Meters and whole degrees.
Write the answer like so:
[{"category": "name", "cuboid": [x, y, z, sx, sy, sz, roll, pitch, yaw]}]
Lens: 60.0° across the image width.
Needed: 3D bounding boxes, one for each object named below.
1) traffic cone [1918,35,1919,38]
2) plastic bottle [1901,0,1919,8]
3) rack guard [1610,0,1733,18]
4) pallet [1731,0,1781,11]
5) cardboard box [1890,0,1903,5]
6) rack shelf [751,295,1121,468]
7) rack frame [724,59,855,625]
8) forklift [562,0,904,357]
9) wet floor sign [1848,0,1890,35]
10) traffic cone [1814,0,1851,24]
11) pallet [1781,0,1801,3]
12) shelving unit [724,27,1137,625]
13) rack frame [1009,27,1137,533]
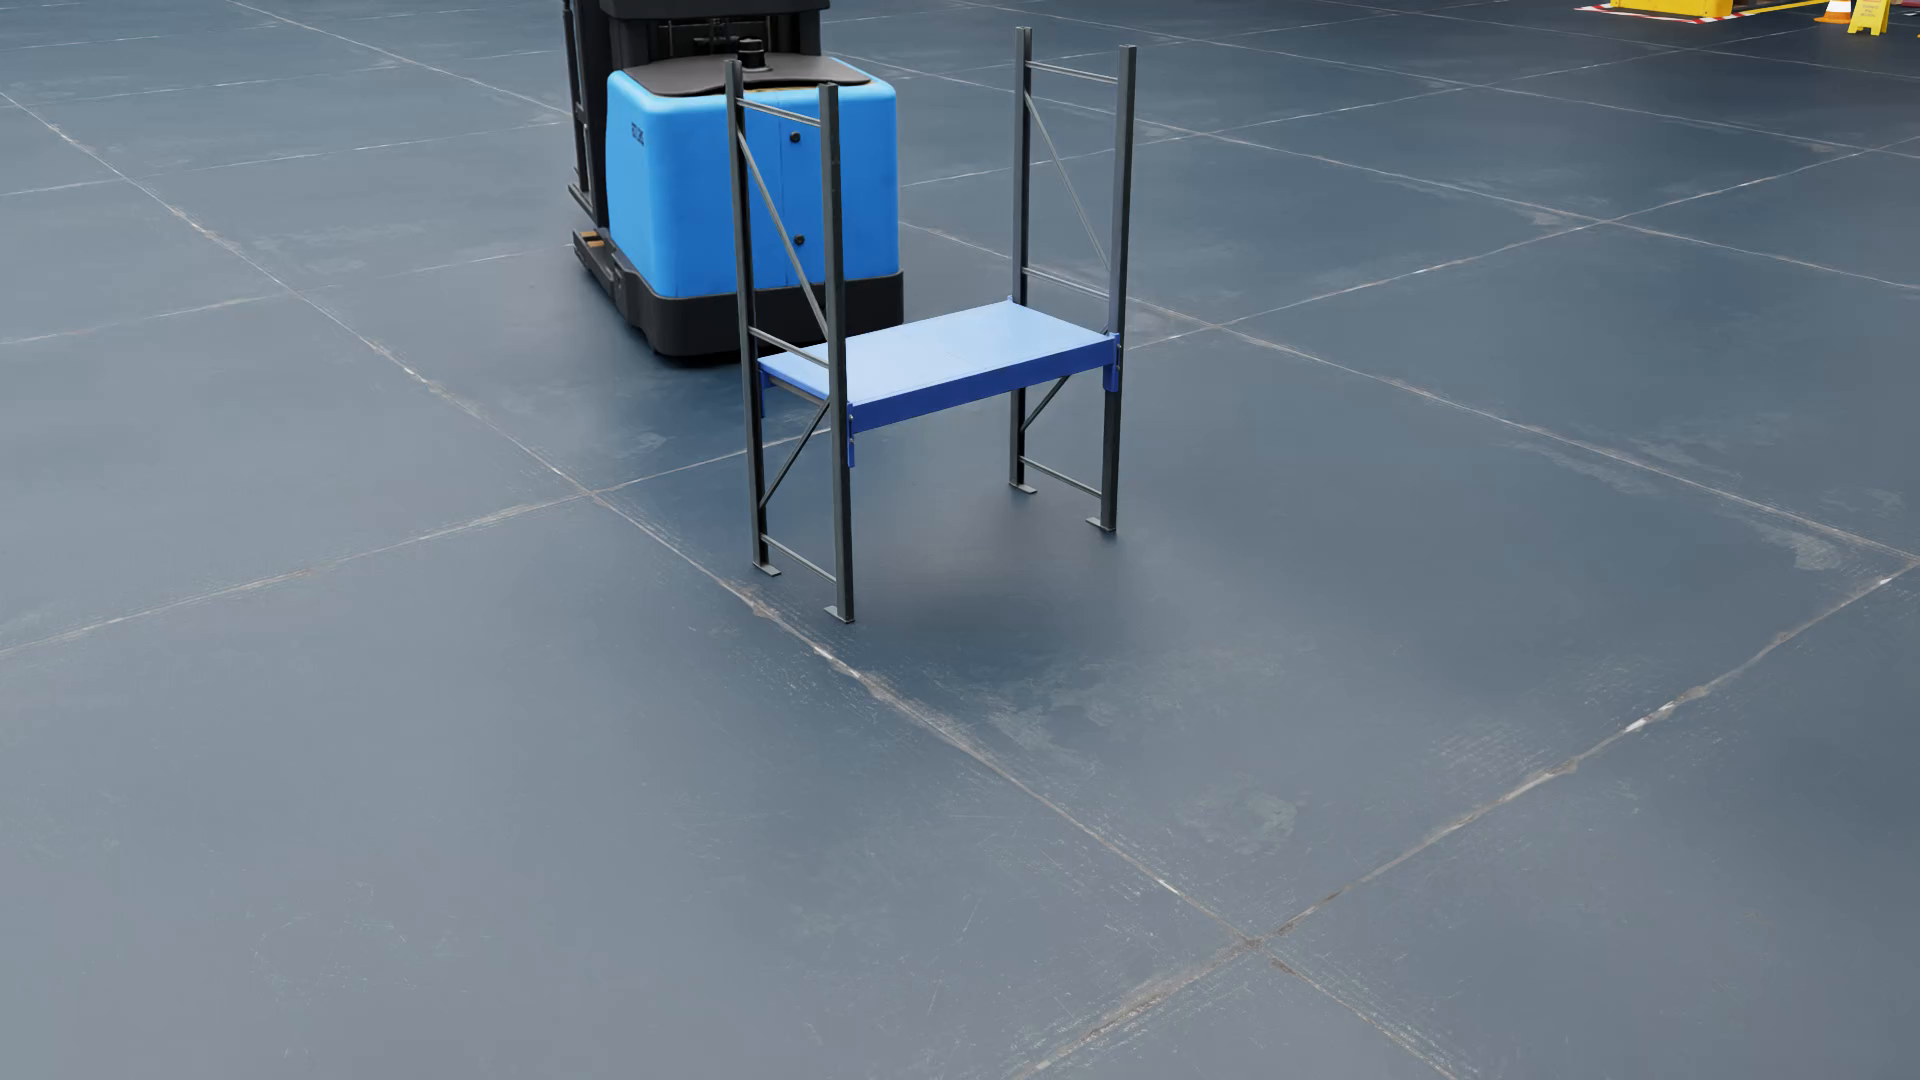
[{"category": "traffic cone", "cuboid": [8.878, -4.751, 14.936, 0.334, 0.463, 0.336, -18, 31, -34]}, {"category": "plastic bottle", "cuboid": [9.764, -5.463, 16.950, 0.283, 0.061, 0.133, 15, 29, 29]}, {"category": "rack guard", "cuboid": [7.136, -5.556, 16.628, 0.348, 0.500, 1.175, -18, 31, -34]}, {"category": "pallet", "cuboid": [7.735, -5.665, 17.206, 1.213, 0.211, 1.003, -18, 31, -34]}, {"category": "cardboard box", "cuboid": [9.714, -5.860, 17.279, 0.500, 0.500, 0.500, -13, 28, -25]}, {"category": "rack shelf", "cuboid": [-0.067, -0.495, 4.962, 1.000, 0.185, 0.538, -18, 31, -34]}, {"category": "rack frame", "cuboid": [-0.467, -0.526, 4.602, 0.032, 1.500, 0.500, -18, 31, -34]}, {"category": "forklift", "cuboid": [-1.252, -2.659, 7.498, 1.130, 2.935, 3.031, -9, 27, -20]}, {"category": "wet floor sign", "cuboid": [8.354, -4.965, 15.182, 0.267, 0.644, 0.232, 21, 32, 37]}, {"category": "traffic cone", "cuboid": [8.449, -5.213, 15.933, 0.334, 0.463, 0.336, -18, 31, -34]}, {"category": "pallet", "cuboid": [8.695, -5.980, 17.885, 1.213, 0.211, 1.003, -18, 31, -34]}, {"category": "shelving unit", "cuboid": [-0.067, -0.658, 4.887, 1.048, 1.500, 0.538, -18, 31, -34]}, {"category": "rack frame", "cuboid": [0.333, -0.790, 5.171, 0.032, 1.500, 0.500, -18, 31, -34]}]
